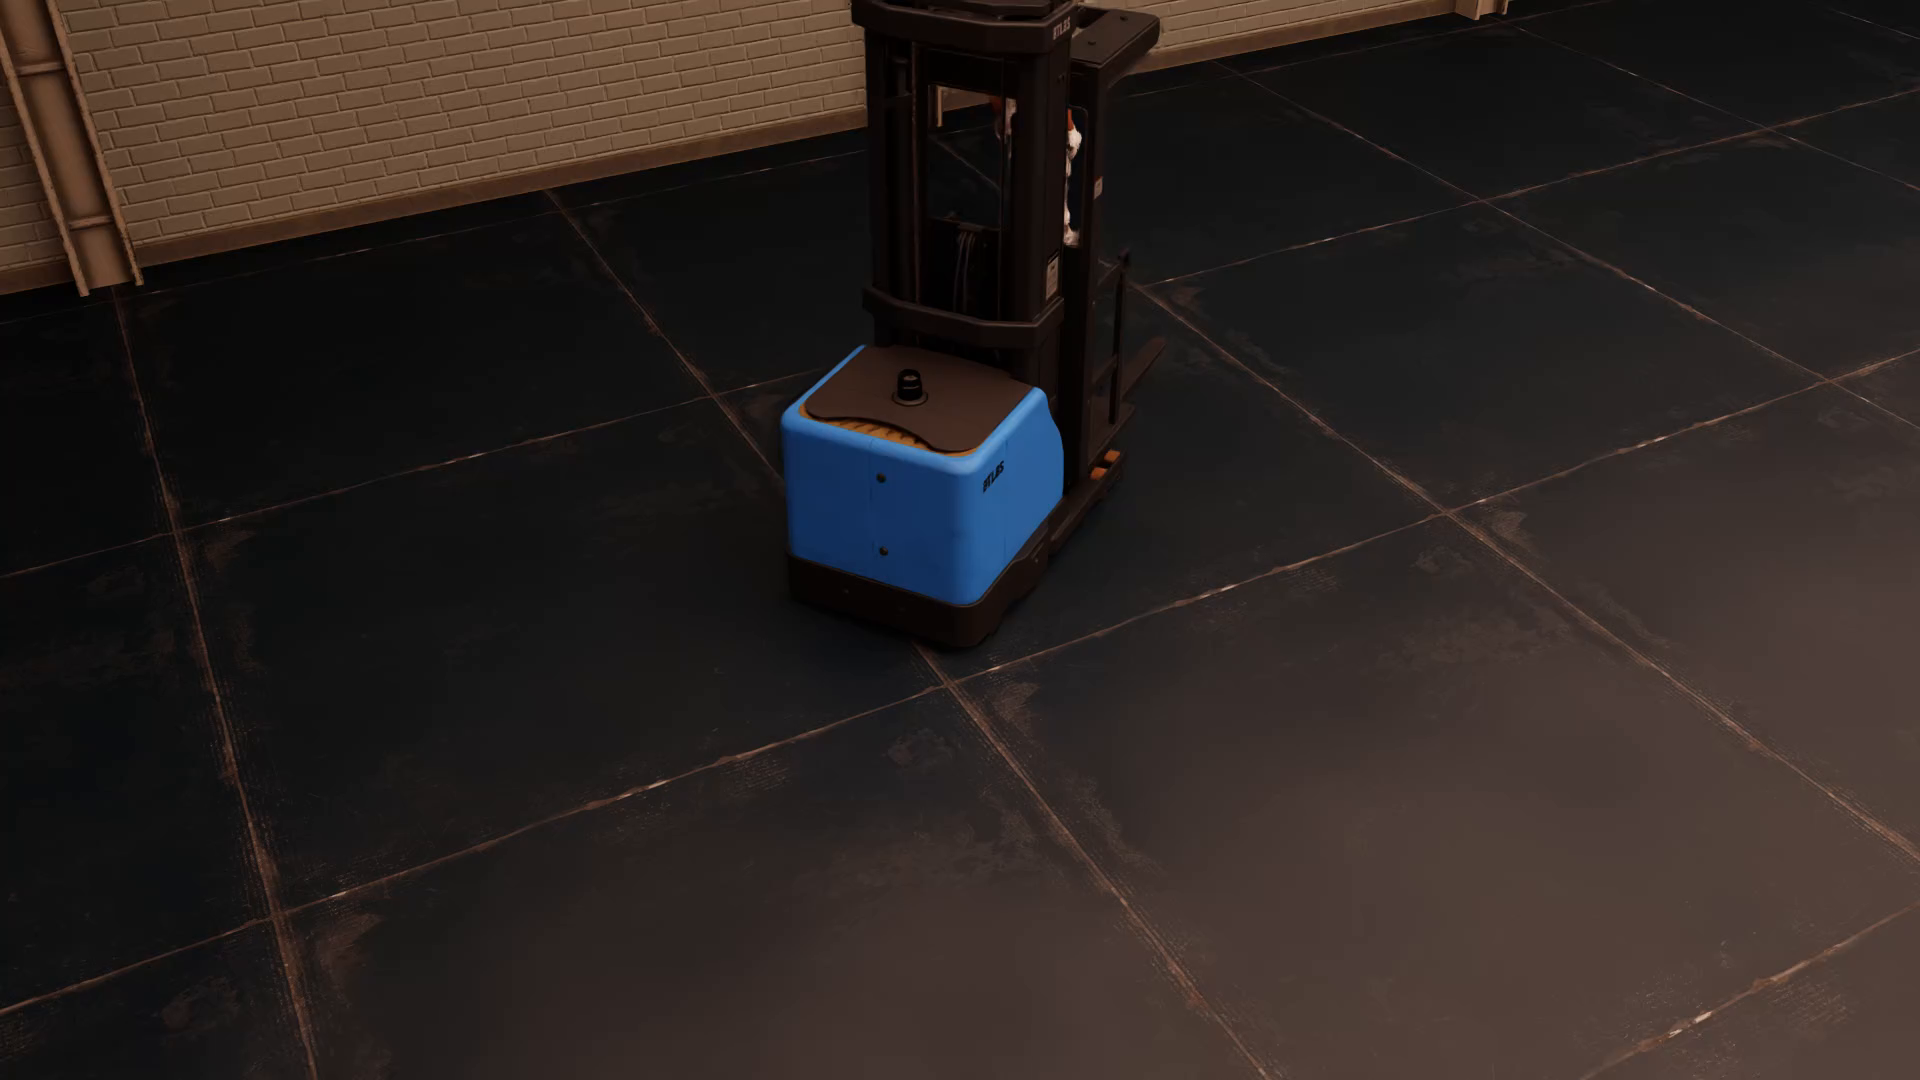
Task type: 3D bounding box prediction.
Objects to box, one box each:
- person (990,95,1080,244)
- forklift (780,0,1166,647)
[{"bbox_3d":[0.546,-2.731,10.972,0.656,1.790,0.613,22,41,28],"label":"person"},{"bbox_3d":[0.265,-1.529,8.286,1.130,2.935,3.031,16,38,21],"label":"forklift"}]
